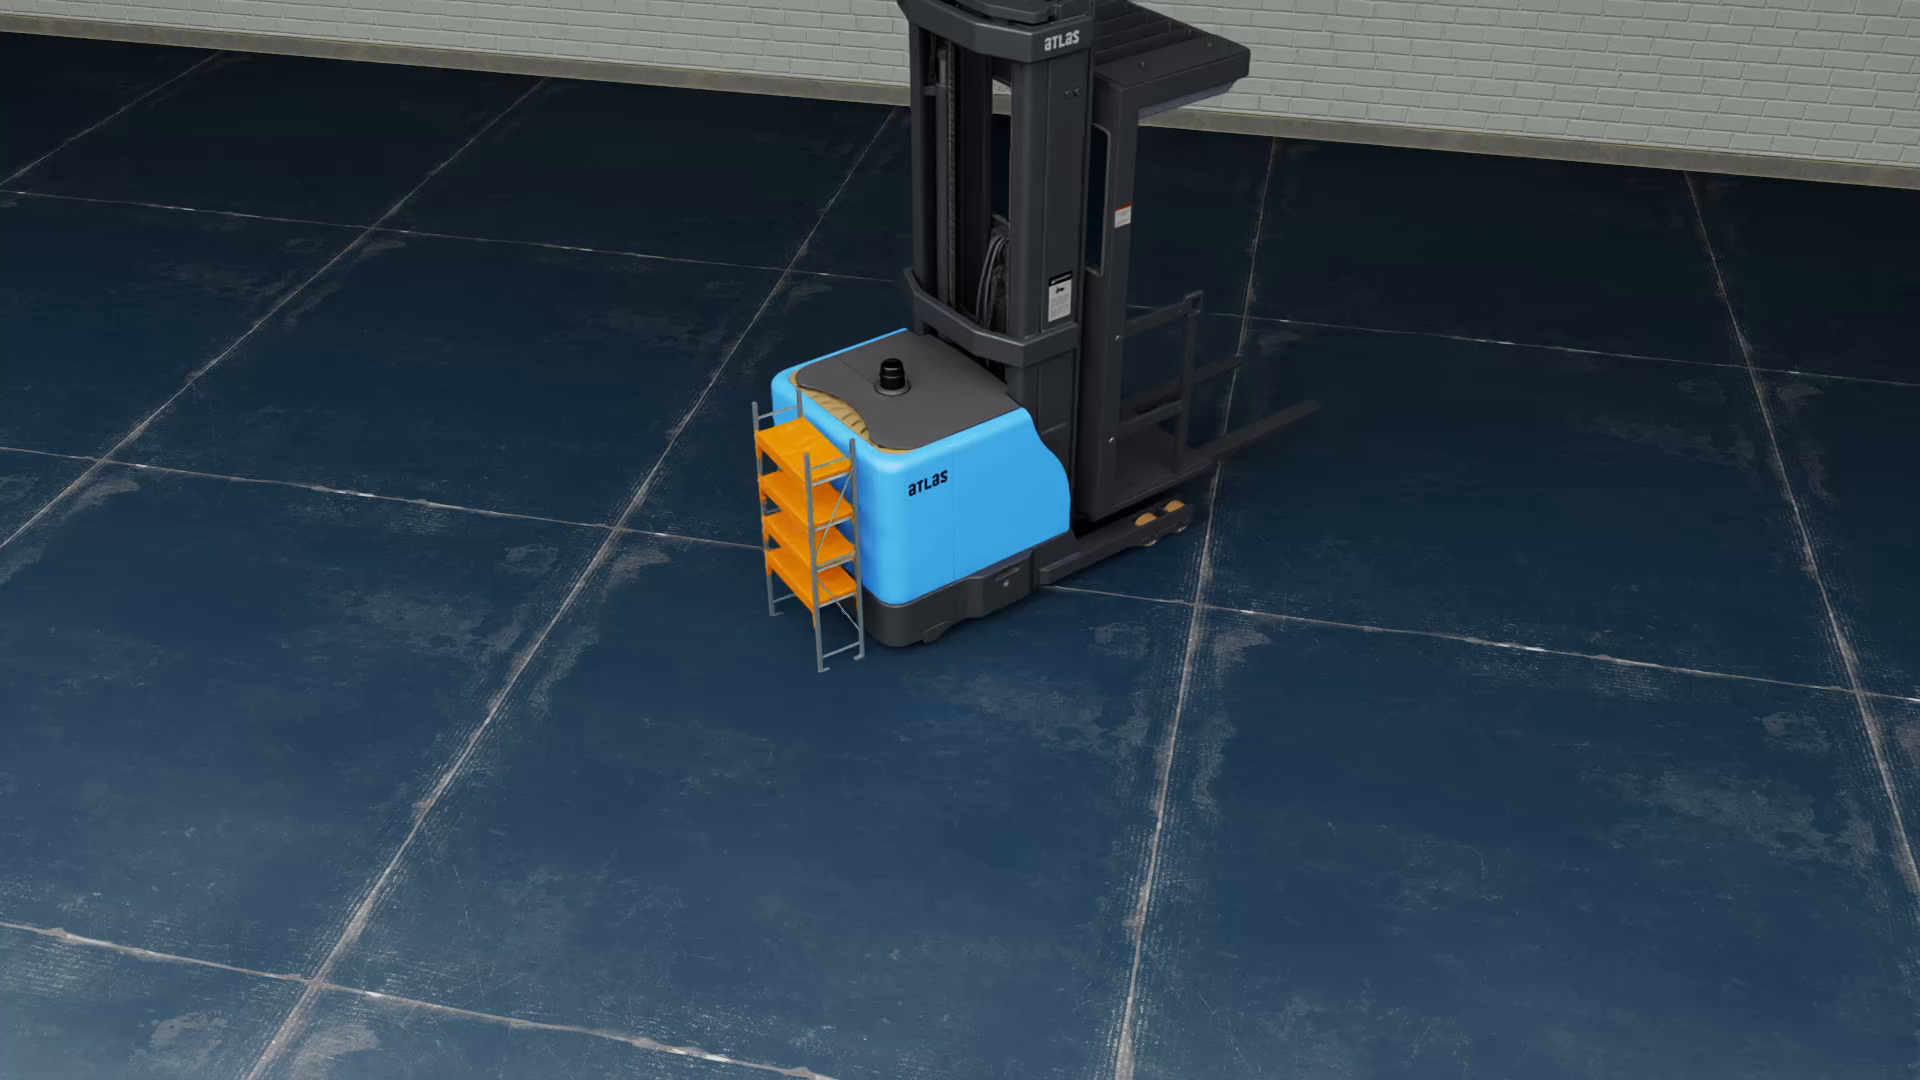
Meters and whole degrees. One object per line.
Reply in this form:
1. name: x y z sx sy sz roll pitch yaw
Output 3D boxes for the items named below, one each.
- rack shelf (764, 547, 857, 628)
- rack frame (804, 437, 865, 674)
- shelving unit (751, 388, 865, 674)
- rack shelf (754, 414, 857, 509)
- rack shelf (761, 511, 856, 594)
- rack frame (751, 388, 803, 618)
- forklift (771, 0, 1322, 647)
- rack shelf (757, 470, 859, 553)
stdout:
1. rack shelf: -0.682 0.184 7.697 0.258 0.148 0.480 -20 41 -26
2. rack frame: -0.551 0.089 7.374 0.240 1.200 0.015 -20 41 -26
3. shelving unit: -0.682 -0.032 7.541 0.258 1.200 0.503 -20 41 -26
4. rack shelf: -0.682 -0.350 7.311 0.258 0.148 0.480 -20 41 -26
5. rack shelf: -0.682 0.023 7.581 0.258 0.148 0.480 -20 41 -26
6. rack frame: -0.812 -0.153 7.709 0.240 1.200 0.015 -20 41 -26
7. forklift: 0.588 -1.383 7.931 3.031 2.935 1.130 -24 42 -29
8. rack shelf: -0.682 -0.158 7.450 0.258 0.148 0.480 -20 41 -26
